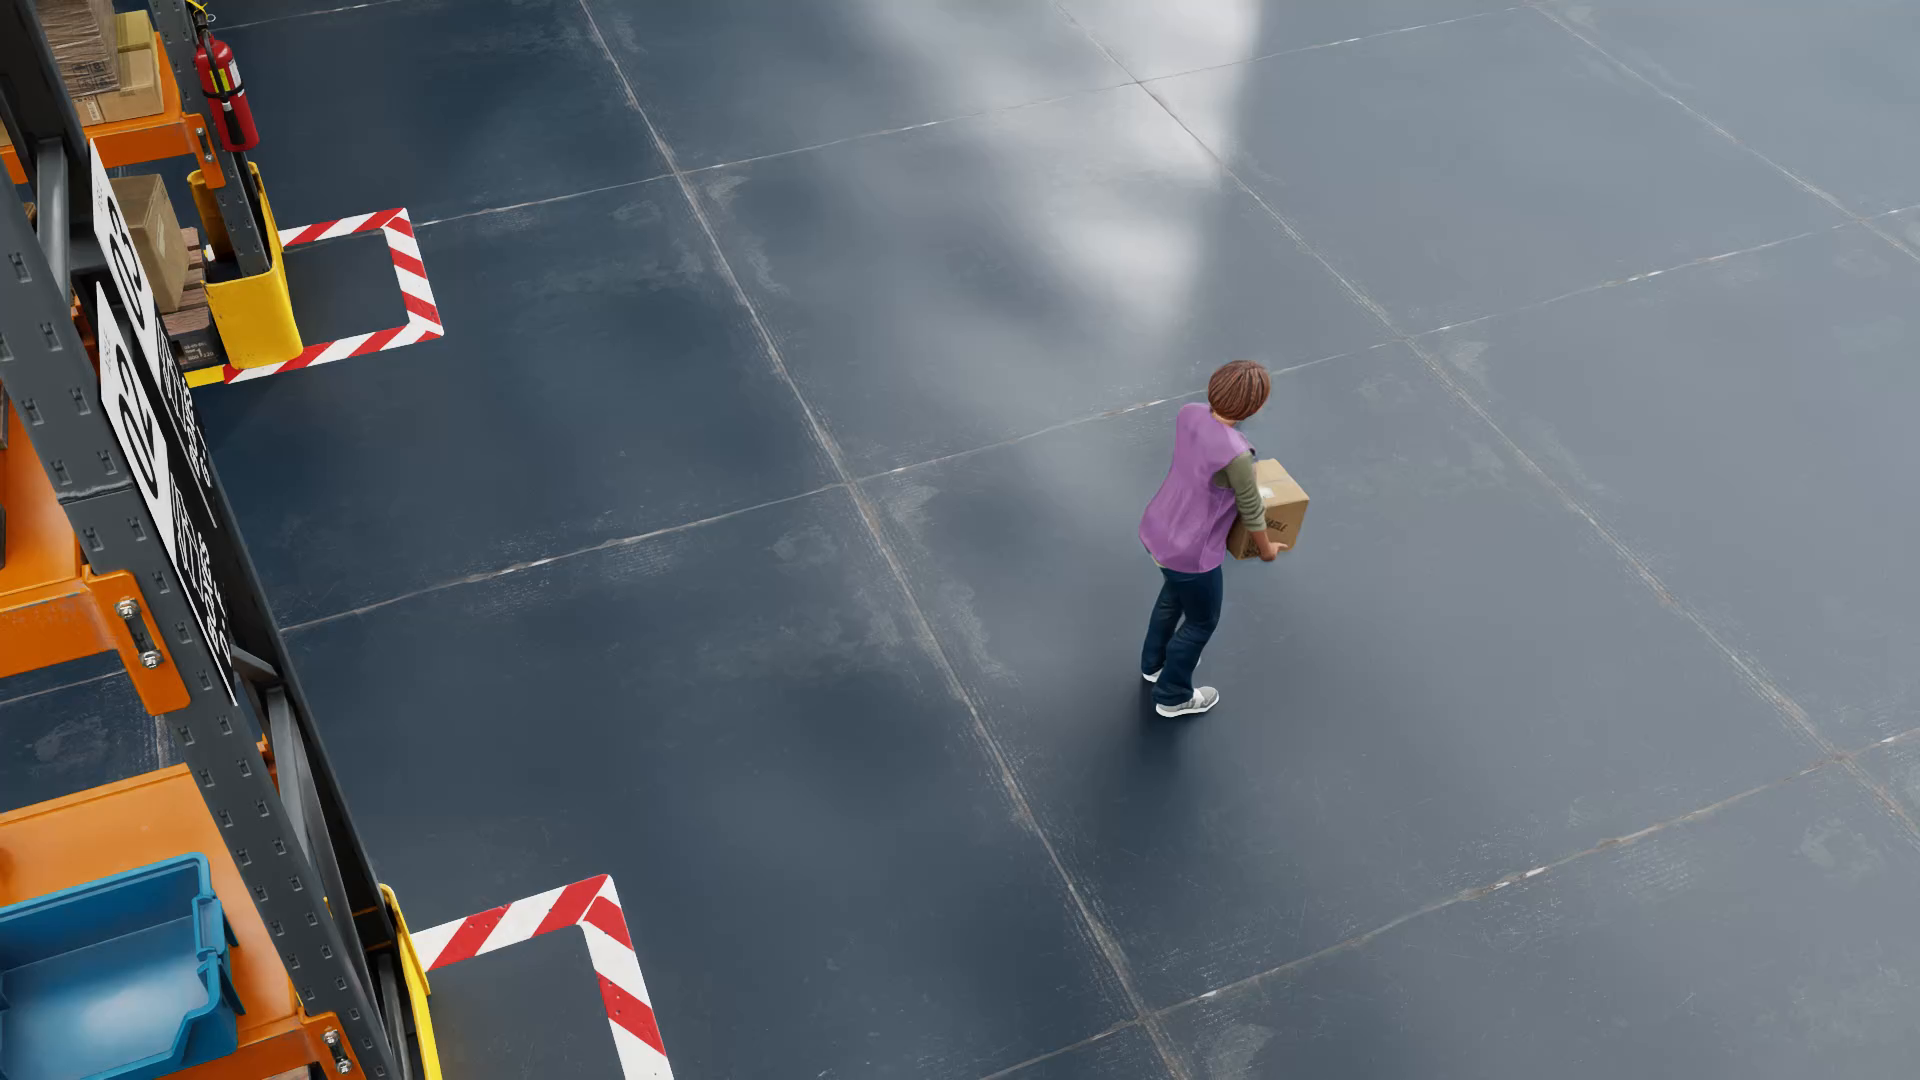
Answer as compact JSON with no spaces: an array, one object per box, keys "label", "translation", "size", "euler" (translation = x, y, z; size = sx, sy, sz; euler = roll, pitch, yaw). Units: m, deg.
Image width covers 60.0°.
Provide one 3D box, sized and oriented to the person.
[{"label":"person","translation":[0.921,-0.003,6.191],"size":[0.525,1.577,0.372],"euler":[-16,45,-17]}]
